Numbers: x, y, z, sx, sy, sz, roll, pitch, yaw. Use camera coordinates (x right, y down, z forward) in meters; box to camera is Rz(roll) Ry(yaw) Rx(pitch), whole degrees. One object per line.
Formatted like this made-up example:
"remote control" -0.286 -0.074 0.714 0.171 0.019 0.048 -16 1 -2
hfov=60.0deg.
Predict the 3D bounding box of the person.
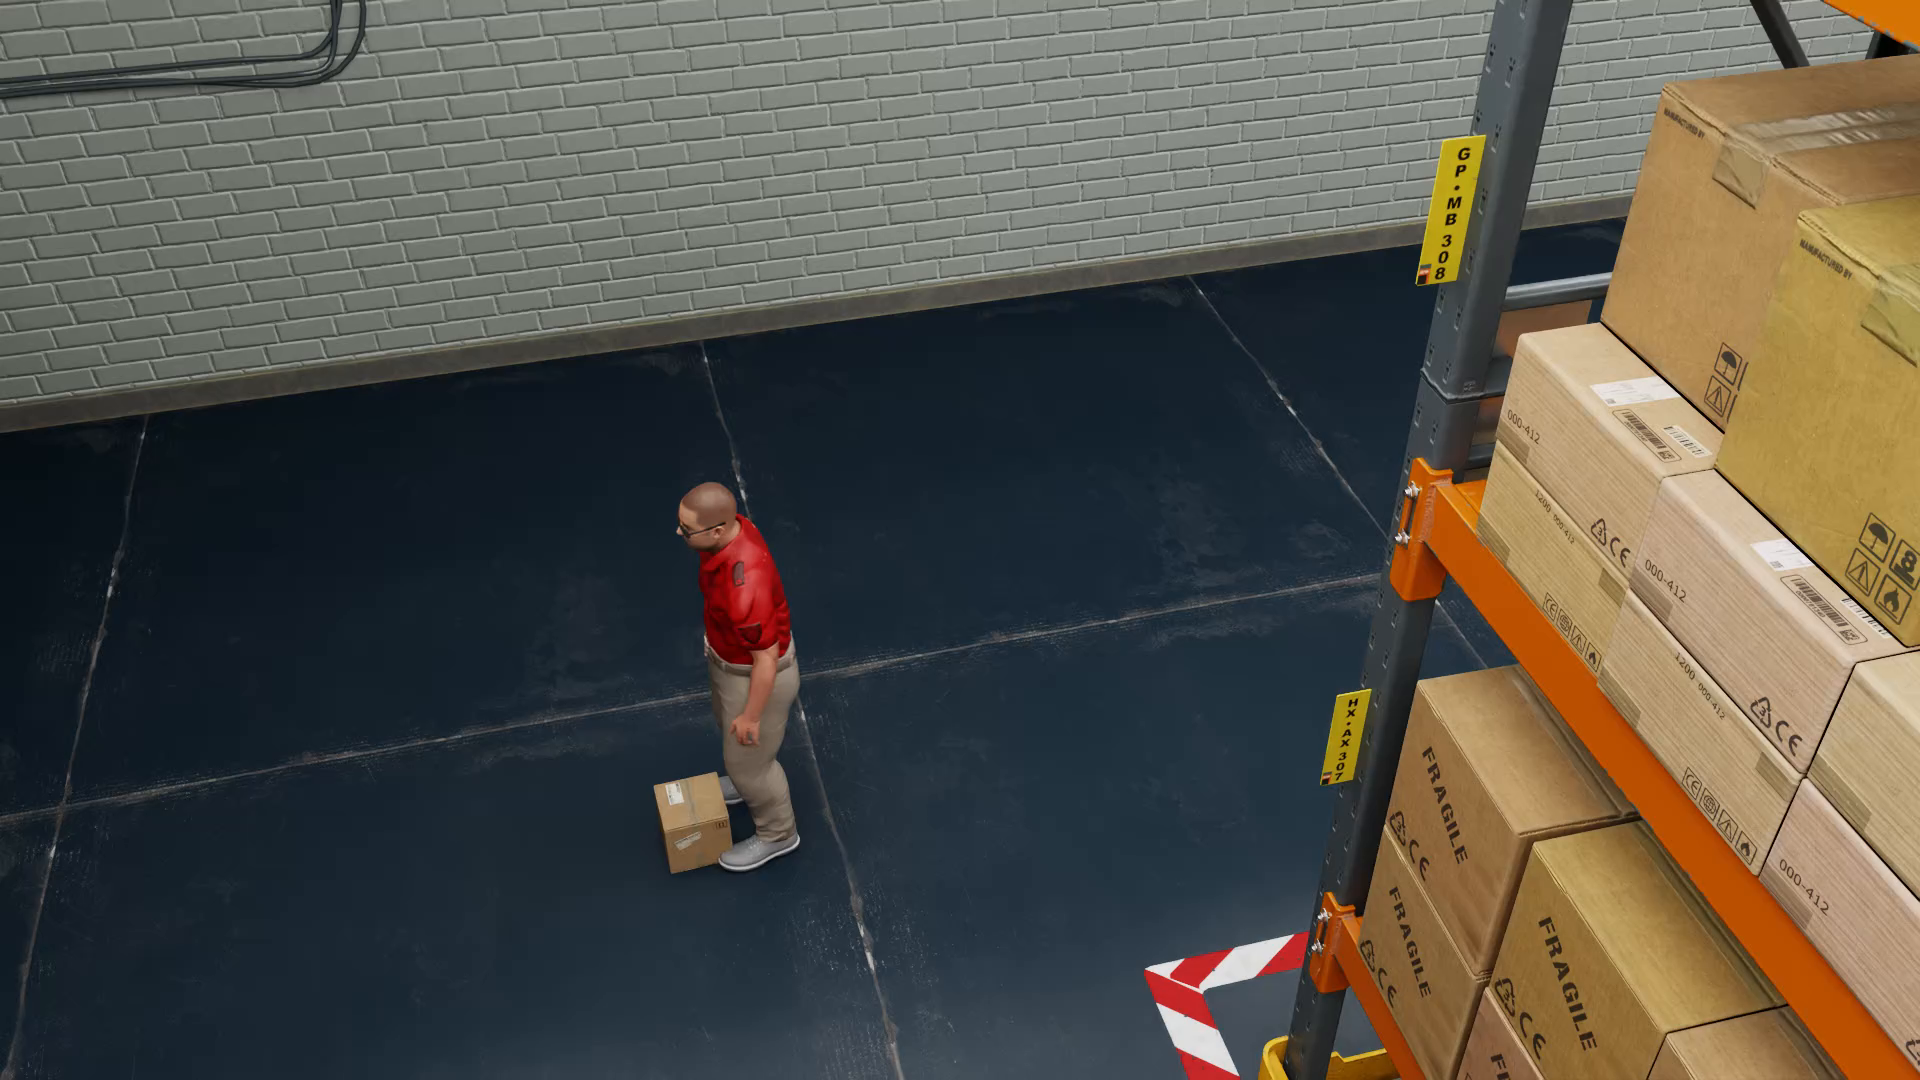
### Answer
"person" -0.798 0.478 6.111 0.384 1.728 0.603 -11 39 -14
